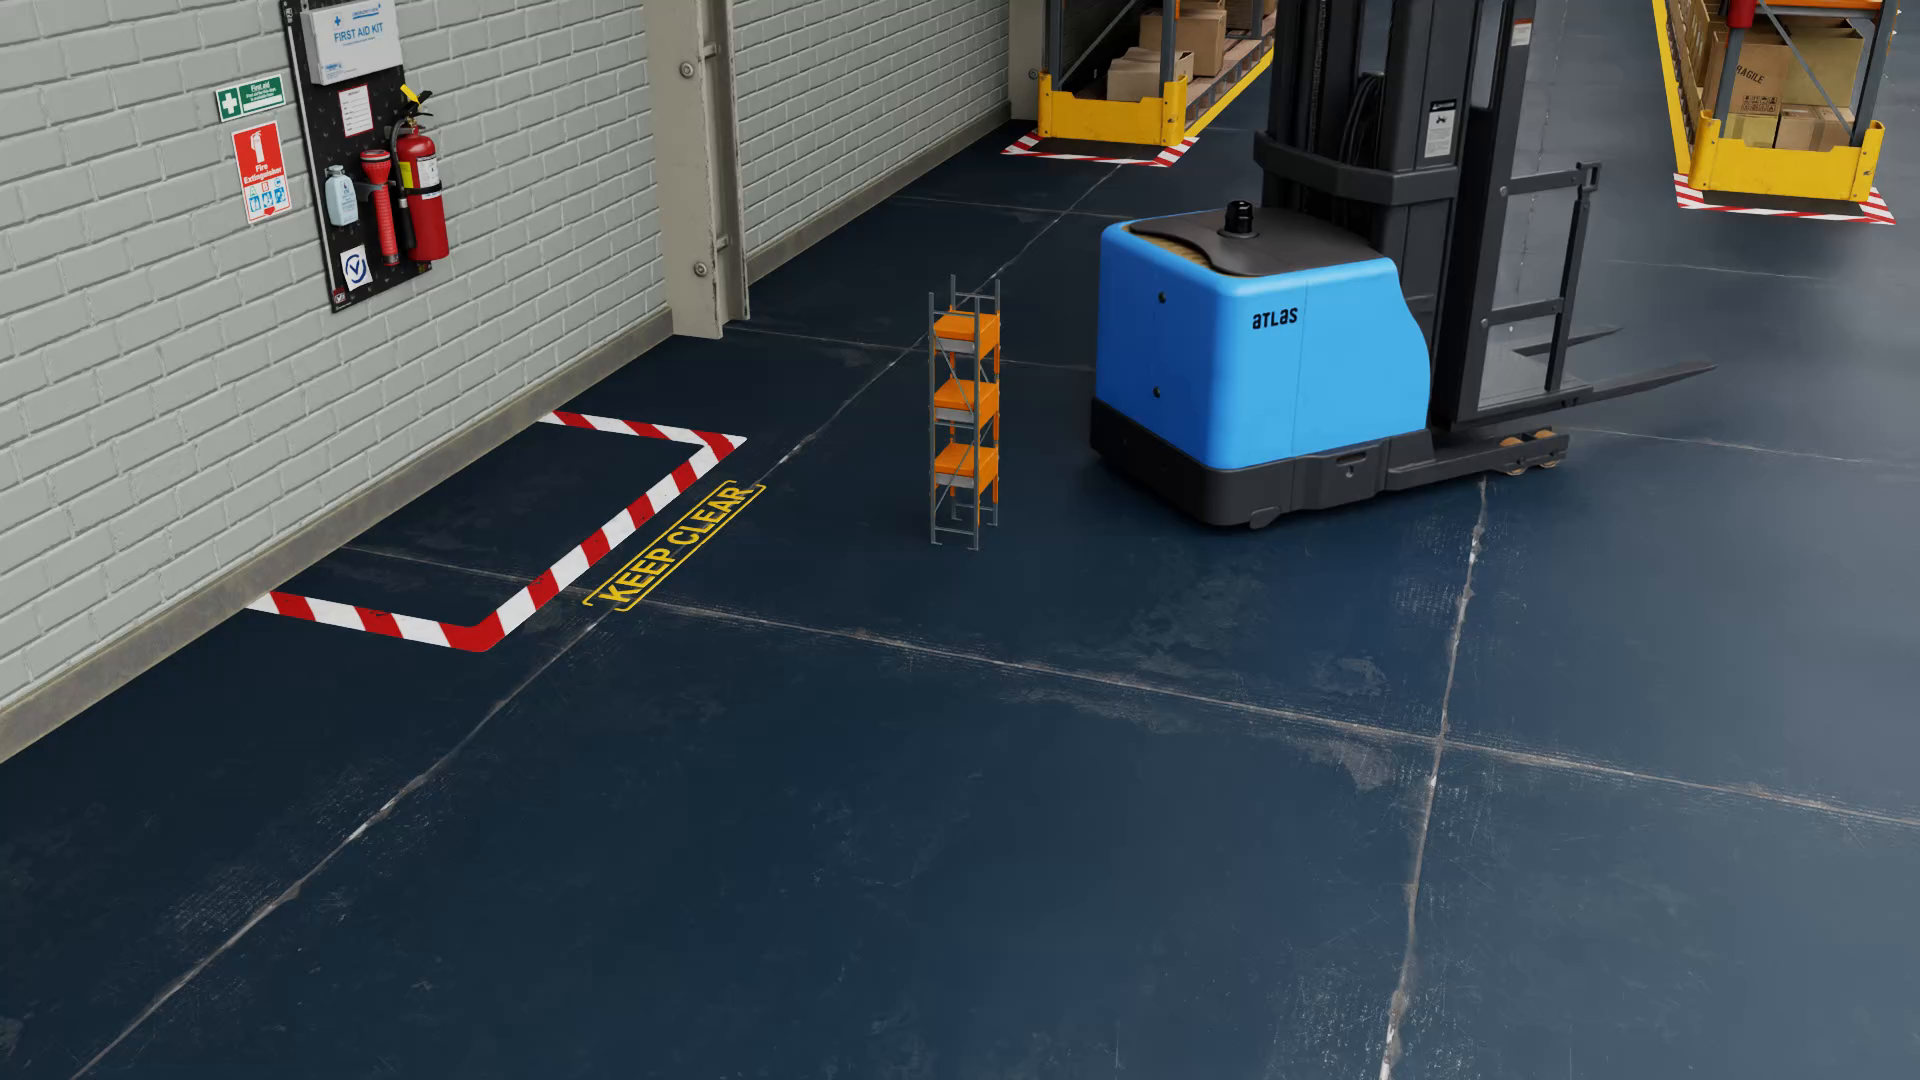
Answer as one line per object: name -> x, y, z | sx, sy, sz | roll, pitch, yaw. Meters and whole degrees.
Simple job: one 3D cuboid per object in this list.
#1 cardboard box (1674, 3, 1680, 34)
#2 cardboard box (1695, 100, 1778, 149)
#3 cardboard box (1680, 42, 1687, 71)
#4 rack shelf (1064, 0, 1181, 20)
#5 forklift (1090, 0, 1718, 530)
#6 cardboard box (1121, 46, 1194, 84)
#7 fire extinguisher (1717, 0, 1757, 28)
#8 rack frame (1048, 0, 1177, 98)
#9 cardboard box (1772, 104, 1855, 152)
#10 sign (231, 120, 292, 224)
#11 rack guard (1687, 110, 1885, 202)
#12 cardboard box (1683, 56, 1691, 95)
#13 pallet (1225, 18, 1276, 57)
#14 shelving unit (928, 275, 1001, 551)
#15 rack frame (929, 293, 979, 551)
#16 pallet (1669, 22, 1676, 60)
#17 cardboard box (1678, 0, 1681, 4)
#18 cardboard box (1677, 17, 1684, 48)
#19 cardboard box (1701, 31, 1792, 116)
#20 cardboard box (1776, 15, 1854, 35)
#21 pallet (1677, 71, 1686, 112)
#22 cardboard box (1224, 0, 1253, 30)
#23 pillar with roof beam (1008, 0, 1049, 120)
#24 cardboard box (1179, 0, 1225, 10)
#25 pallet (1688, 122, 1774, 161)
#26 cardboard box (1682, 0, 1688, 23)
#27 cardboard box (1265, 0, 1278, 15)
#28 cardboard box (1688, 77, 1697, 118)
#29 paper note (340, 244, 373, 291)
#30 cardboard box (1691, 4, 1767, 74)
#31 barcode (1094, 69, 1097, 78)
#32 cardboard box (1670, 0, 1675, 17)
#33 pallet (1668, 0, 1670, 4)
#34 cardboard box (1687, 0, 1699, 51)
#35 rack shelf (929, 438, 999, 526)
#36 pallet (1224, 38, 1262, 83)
cardboard box -> 7.573, -5.309, 16.946 | 0.500, 0.250, 0.500 | 9, 27, 18
cardboard box -> 5.766, -3.089, 12.362 | 0.500, 0.250, 0.500 | 9, 27, 17
cardboard box -> 6.757, -4.323, 14.910 | 0.500, 0.250, 0.500 | 9, 27, 17
rack shelf -> 1.859, -5.090, 14.645 | 1.077, 0.370, 4.000 | 9, 27, 17
forklift -> 2.135, -1.794, 7.092 | 3.031, 2.935, 1.130 | -12, 28, -24
cardboard box -> 1.699, -4.085, 14.325 | 0.500, 0.311, 0.500 | 11, 28, 22
fire extinguisher -> 5.389, -3.859, 11.366 | 0.296, 0.674, 0.183 | 9, 27, 17
rack frame -> 1.194, -4.591, 12.791 | 1.000, 3.000, 0.127 | 9, 27, 17
cardboard box -> 6.255, -3.014, 12.207 | 0.500, 0.250, 0.500 | 9, 27, 17
sign -> -2.525, -1.333, 6.019 | 0.001, 0.329, 0.234 | 9, 27, 17
rack guard -> 5.858, -2.740, 11.835 | 1.175, 0.500, 0.348 | 9, 27, 17
cardboard box -> 6.415, -3.914, 14.065 | 0.500, 0.250, 0.500 | 9, 27, 17
pallet -> 2.783, -5.300, 17.455 | 1.003, 0.211, 1.213 | 9, 27, 17
shelving unit -> 0.018, -0.495, 6.567 | 0.215, 1.050, 0.252 | 9, 27, 17
rack frame -> -0.023, -0.444, 6.463 | 0.200, 1.050, 0.008 | 9, 27, 17
pallet -> 7.810, -5.075, 16.989 | 1.003, 0.211, 1.213 | 9, 27, 17
cardboard box -> 7.568, -5.556, 16.812 | 0.500, 0.311, 0.500 | 8, 27, 17
cardboard box -> 7.232, -4.890, 16.081 | 0.500, 0.250, 0.500 | 8, 27, 17
cardboard box -> 5.764, -3.427, 12.199 | 0.500, 0.500, 0.500 | 9, 27, 17
cardboard box -> 6.574, -3.765, 12.896 | 0.500, 0.500, 0.500 | 9, 27, 17
pallet -> 6.893, -3.943, 14.651 | 1.003, 0.211, 1.213 | 9, 27, 17
cardboard box -> 2.754, -5.613, 17.264 | 0.700, 0.500, 0.500 | 10, 27, 19
pillar with roof beam -> 4.671, -7.080, 11.047 | 9.100, 9.000, 0.400 | 9, 27, 17
cardboard box -> 2.217, -4.876, 15.742 | 0.500, 0.500, 0.500 | 7, 27, 14
pallet -> 6.081, -2.940, 12.580 | 1.003, 0.211, 1.213 | 9, 27, 17
cardboard box -> 7.229, -5.145, 15.964 | 0.500, 0.311, 0.500 | 10, 27, 19
cardboard box -> 3.087, -6.036, 18.139 | 0.700, 0.500, 0.500 | 9, 27, 18
cardboard box -> 6.086, -3.502, 13.215 | 0.500, 0.250, 0.500 | 9, 27, 17
paper note -> -2.368, -1.070, 6.528 | 0.016, 0.148, 0.142 | 9, 27, 17
cardboard box -> 6.251, -4.045, 13.476 | 0.500, 0.500, 0.500 | 9, 27, 17
barcode -> 1.138, -3.920, 13.974 | 0.001, 0.075, 0.075 | 9, 27, 17
cardboard box -> 7.911, -5.734, 17.825 | 0.500, 0.250, 0.500 | 8, 27, 16
pallet -> 9.220, -6.708, 20.362 | 1.003, 0.211, 1.213 | 9, 27, 17
cardboard box -> 6.589, -4.456, 14.323 | 0.500, 0.500, 0.500 | 9, 27, 17
rack shelf -> 0.018, -0.235, 6.692 | 0.215, 0.259, 0.240 | 9, 27, 17
pallet -> 2.335, -4.699, 16.213 | 1.003, 0.211, 1.213 | 9, 27, 17
